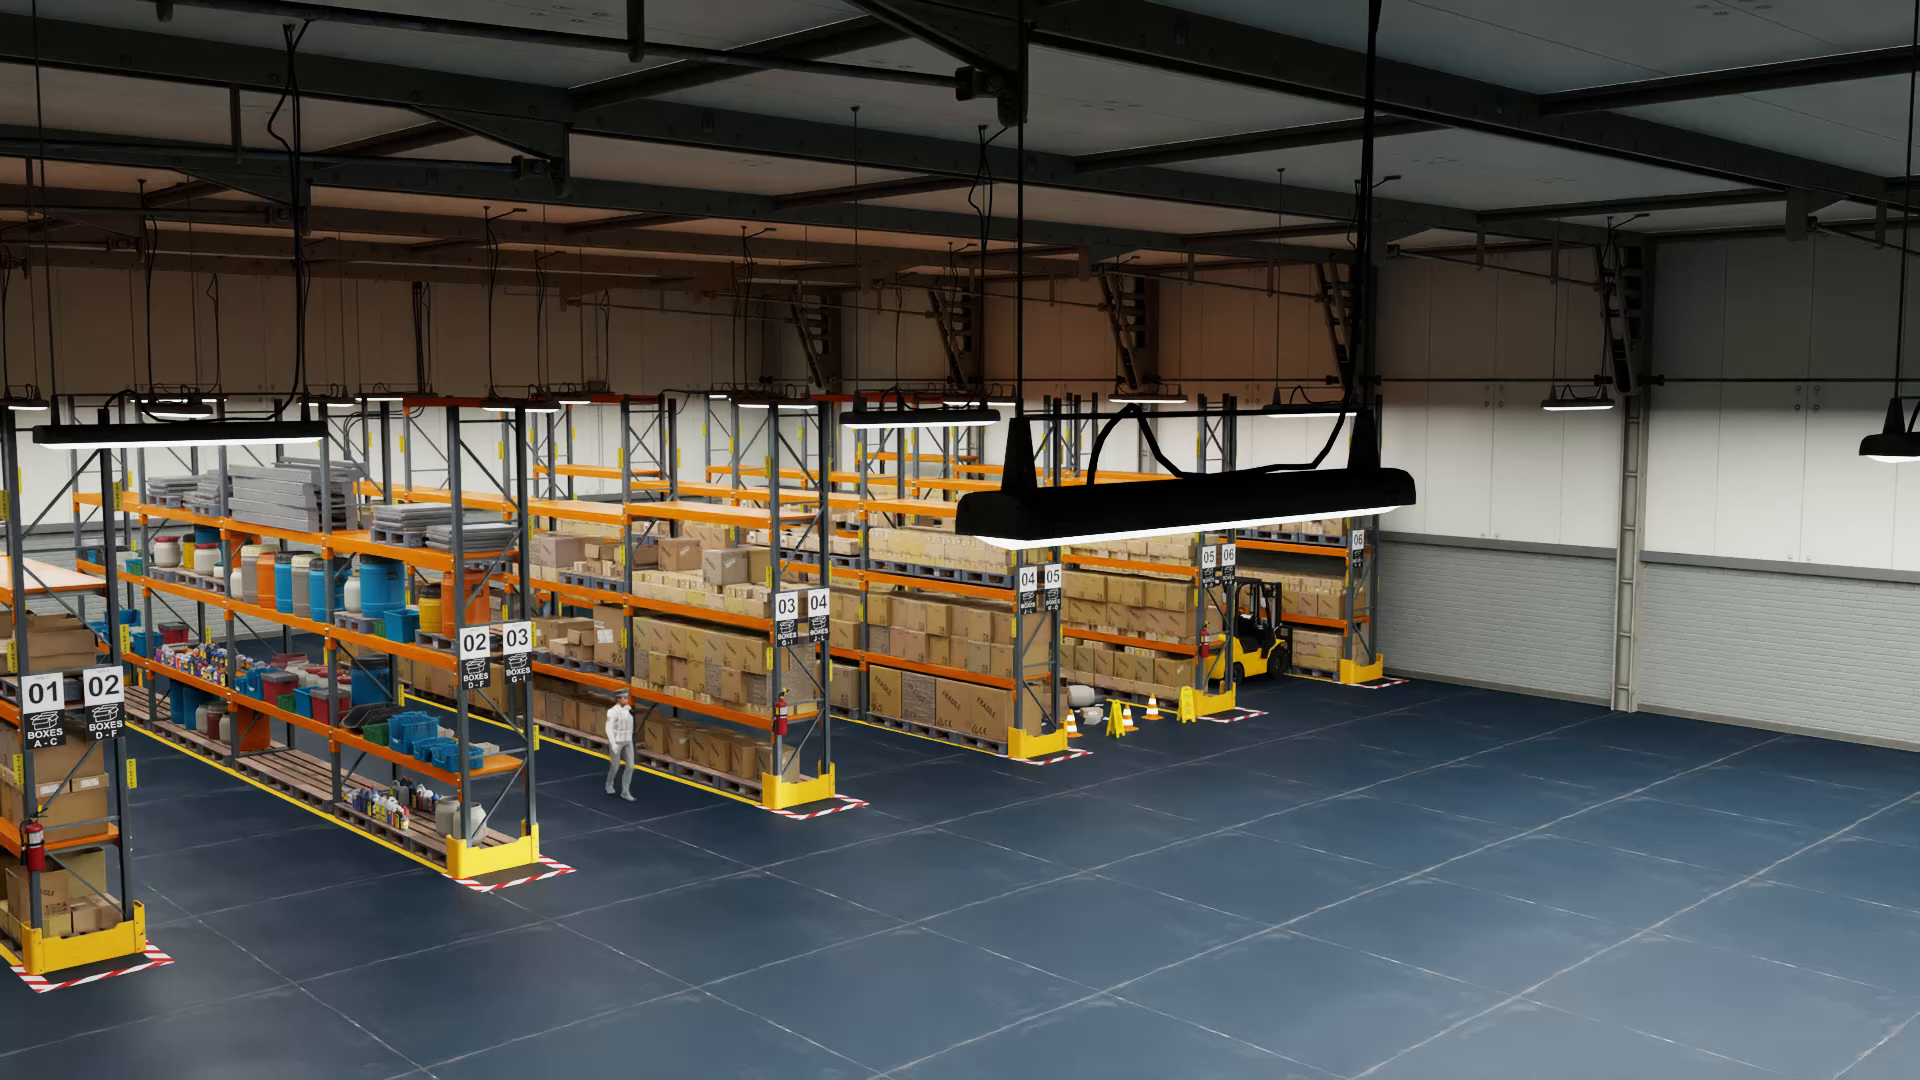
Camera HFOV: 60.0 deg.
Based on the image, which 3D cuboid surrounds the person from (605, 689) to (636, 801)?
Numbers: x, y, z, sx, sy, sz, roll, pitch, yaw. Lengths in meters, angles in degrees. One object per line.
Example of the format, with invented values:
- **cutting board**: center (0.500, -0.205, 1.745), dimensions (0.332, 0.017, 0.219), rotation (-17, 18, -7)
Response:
- **person**: center (-5.137, 3.096, 25.225), dimensions (0.665, 1.699, 0.564), rotation (5, 7, 40)

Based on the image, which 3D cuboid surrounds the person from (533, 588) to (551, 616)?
- **person**: center (-10.272, 1.492, 41.102), dimensions (0.610, 1.734, 0.919), rotation (2, 6, 18)
